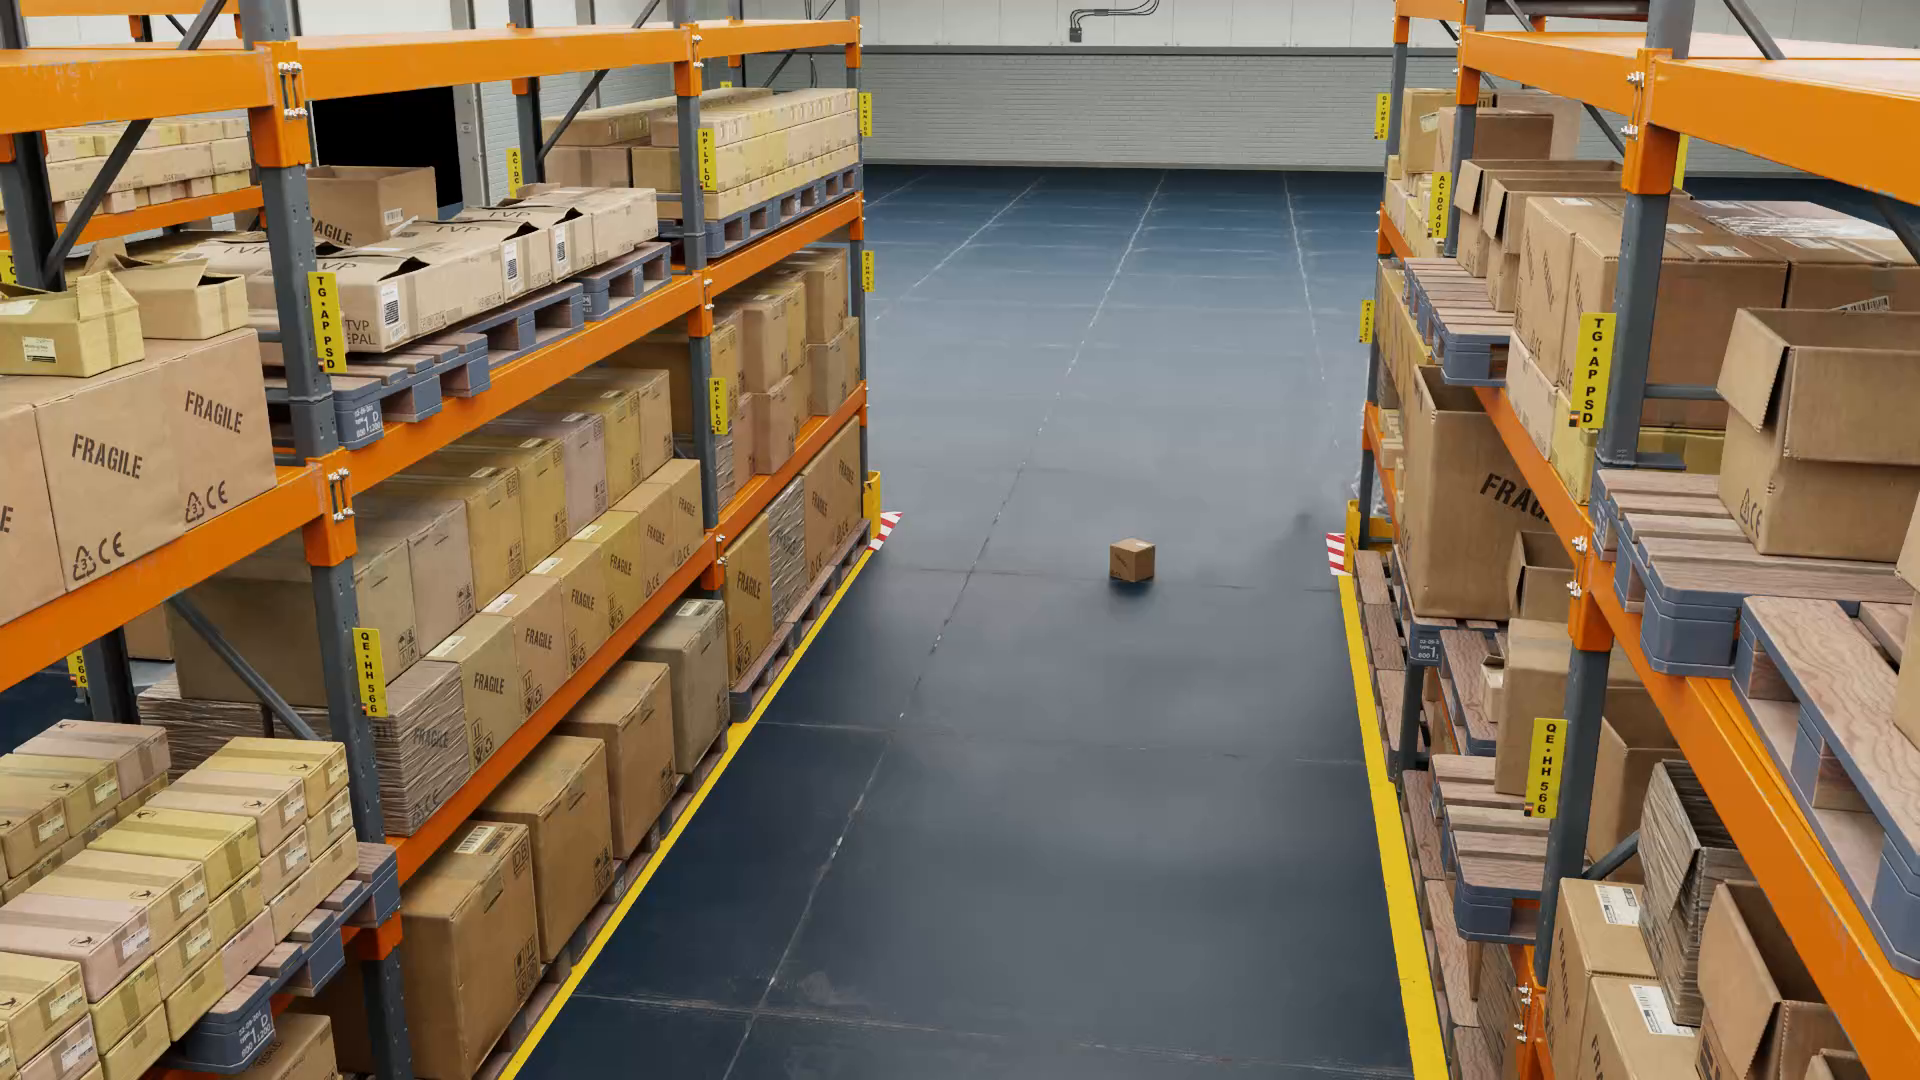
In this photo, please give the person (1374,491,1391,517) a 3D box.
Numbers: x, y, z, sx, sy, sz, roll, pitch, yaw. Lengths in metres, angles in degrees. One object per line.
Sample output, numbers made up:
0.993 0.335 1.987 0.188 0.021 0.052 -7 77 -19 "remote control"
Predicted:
3.988 -0.952 13.910 0.913 1.635 0.517 4 19 13 "person"
